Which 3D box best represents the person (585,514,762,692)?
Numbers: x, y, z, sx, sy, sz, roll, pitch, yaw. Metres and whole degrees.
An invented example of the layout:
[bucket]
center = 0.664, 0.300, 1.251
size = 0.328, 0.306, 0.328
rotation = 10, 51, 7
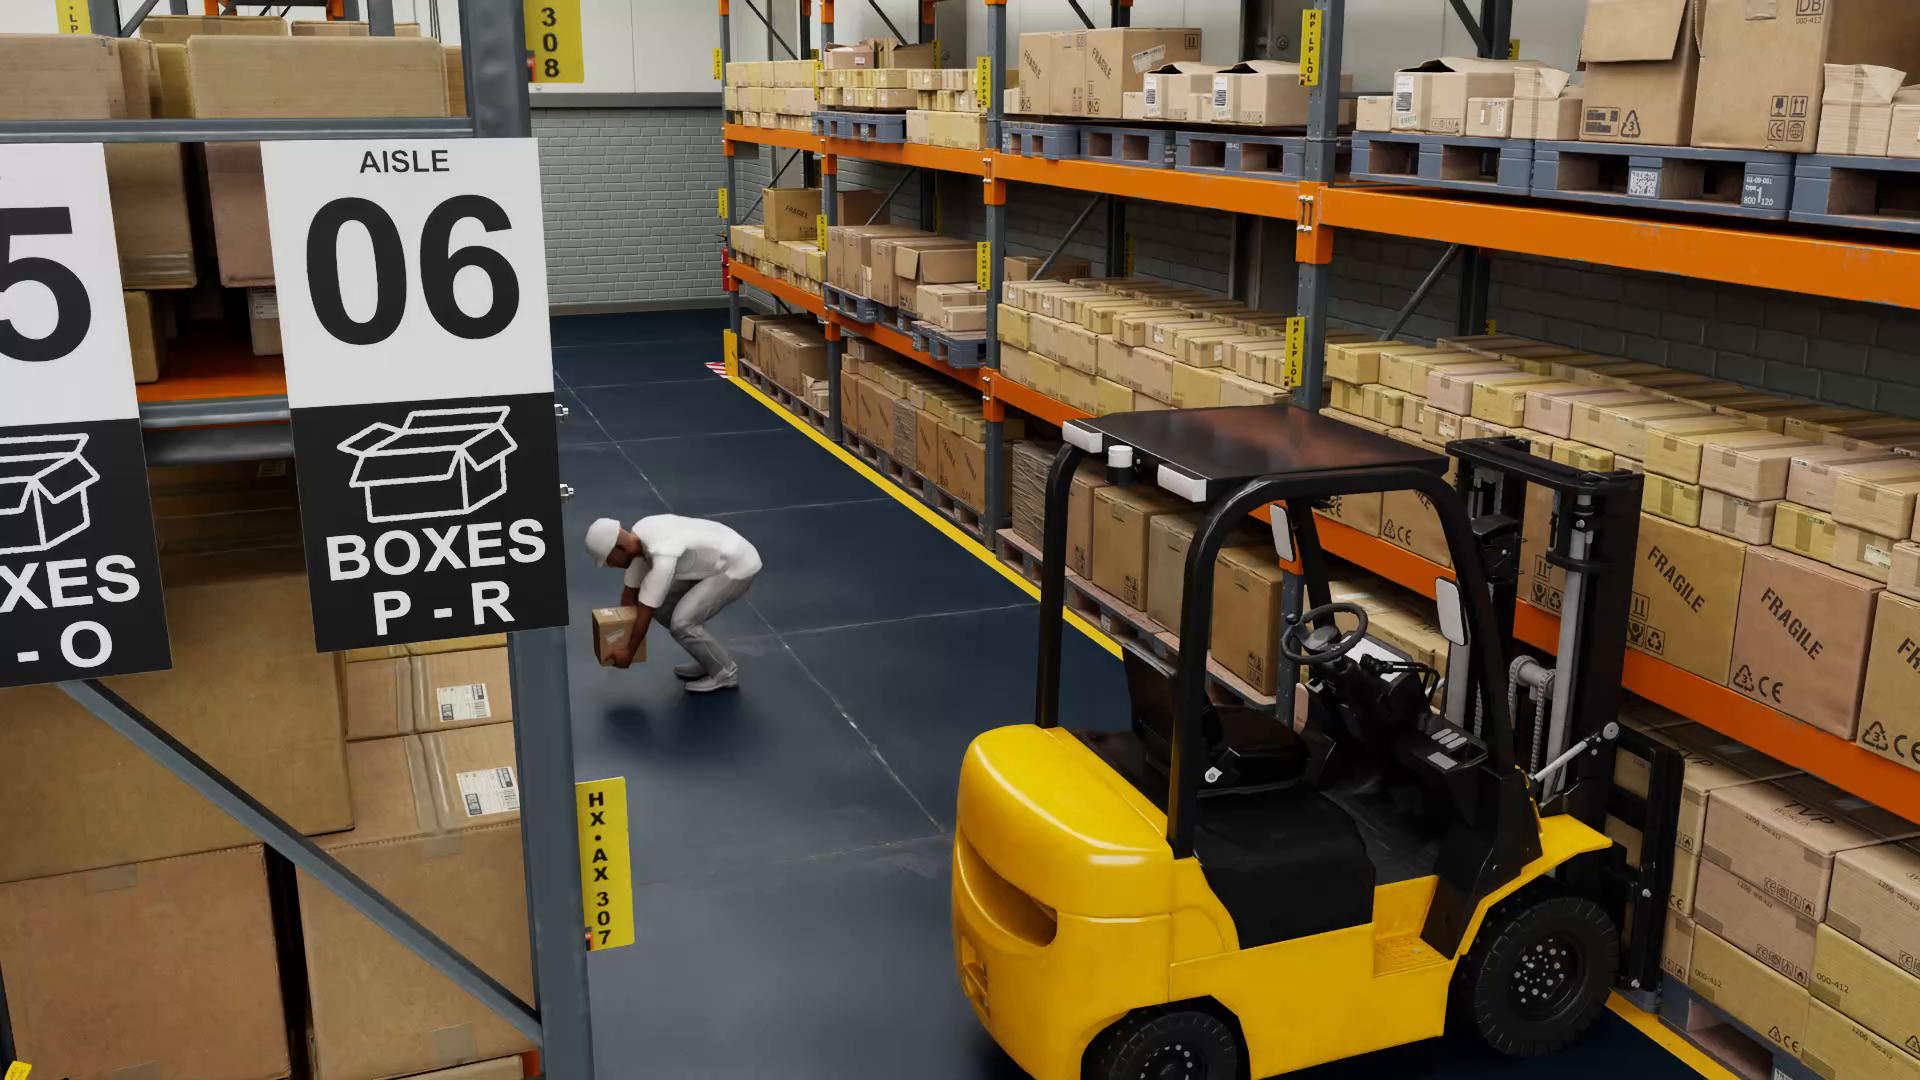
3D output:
[person]
center = -1.572, 0.332, 9.195
size = 0.956, 1.013, 0.528
rotation = -7, 17, -22
